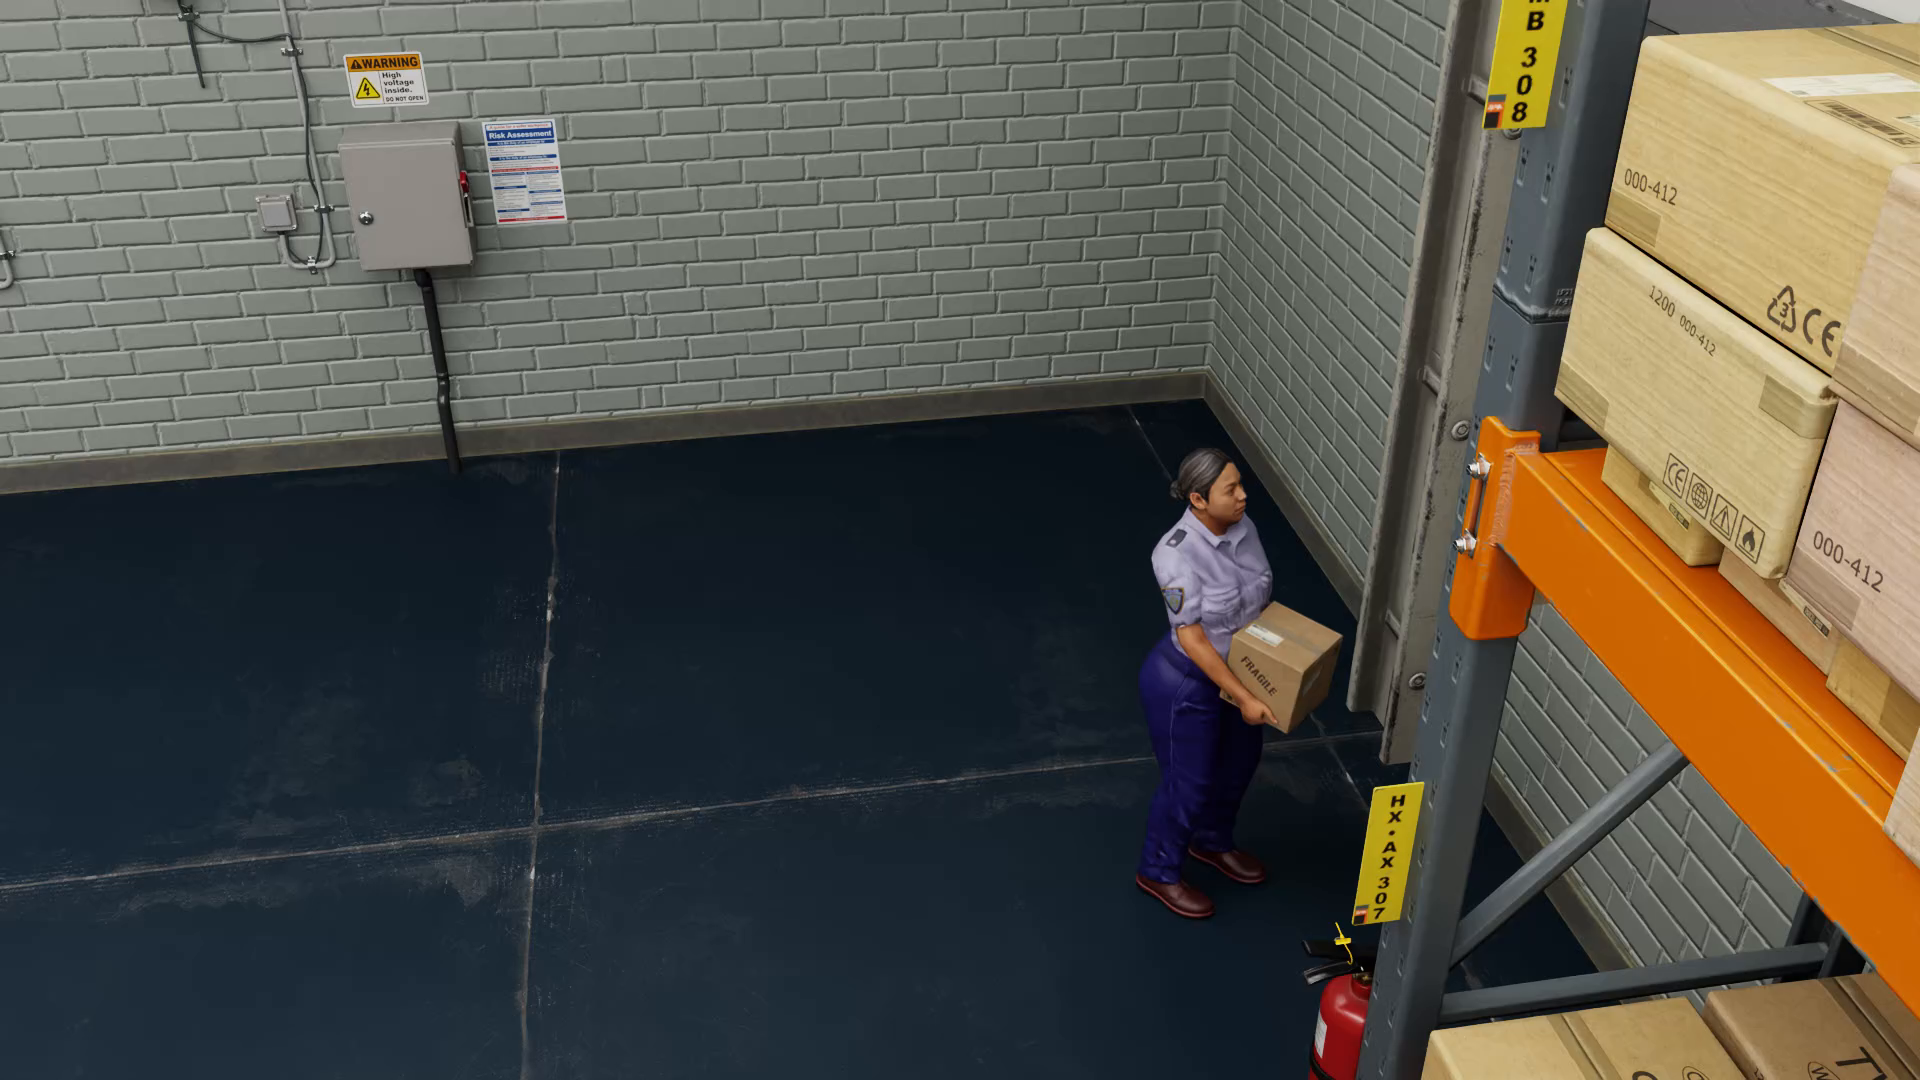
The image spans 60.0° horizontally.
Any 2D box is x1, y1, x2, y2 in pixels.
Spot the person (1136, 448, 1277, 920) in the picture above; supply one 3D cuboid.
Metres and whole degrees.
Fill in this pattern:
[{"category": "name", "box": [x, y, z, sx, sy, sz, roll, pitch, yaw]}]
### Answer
[{"category": "person", "box": [0.858, 0.481, 5.354, 0.517, 1.634, 0.452, 23, 38, 33]}]
